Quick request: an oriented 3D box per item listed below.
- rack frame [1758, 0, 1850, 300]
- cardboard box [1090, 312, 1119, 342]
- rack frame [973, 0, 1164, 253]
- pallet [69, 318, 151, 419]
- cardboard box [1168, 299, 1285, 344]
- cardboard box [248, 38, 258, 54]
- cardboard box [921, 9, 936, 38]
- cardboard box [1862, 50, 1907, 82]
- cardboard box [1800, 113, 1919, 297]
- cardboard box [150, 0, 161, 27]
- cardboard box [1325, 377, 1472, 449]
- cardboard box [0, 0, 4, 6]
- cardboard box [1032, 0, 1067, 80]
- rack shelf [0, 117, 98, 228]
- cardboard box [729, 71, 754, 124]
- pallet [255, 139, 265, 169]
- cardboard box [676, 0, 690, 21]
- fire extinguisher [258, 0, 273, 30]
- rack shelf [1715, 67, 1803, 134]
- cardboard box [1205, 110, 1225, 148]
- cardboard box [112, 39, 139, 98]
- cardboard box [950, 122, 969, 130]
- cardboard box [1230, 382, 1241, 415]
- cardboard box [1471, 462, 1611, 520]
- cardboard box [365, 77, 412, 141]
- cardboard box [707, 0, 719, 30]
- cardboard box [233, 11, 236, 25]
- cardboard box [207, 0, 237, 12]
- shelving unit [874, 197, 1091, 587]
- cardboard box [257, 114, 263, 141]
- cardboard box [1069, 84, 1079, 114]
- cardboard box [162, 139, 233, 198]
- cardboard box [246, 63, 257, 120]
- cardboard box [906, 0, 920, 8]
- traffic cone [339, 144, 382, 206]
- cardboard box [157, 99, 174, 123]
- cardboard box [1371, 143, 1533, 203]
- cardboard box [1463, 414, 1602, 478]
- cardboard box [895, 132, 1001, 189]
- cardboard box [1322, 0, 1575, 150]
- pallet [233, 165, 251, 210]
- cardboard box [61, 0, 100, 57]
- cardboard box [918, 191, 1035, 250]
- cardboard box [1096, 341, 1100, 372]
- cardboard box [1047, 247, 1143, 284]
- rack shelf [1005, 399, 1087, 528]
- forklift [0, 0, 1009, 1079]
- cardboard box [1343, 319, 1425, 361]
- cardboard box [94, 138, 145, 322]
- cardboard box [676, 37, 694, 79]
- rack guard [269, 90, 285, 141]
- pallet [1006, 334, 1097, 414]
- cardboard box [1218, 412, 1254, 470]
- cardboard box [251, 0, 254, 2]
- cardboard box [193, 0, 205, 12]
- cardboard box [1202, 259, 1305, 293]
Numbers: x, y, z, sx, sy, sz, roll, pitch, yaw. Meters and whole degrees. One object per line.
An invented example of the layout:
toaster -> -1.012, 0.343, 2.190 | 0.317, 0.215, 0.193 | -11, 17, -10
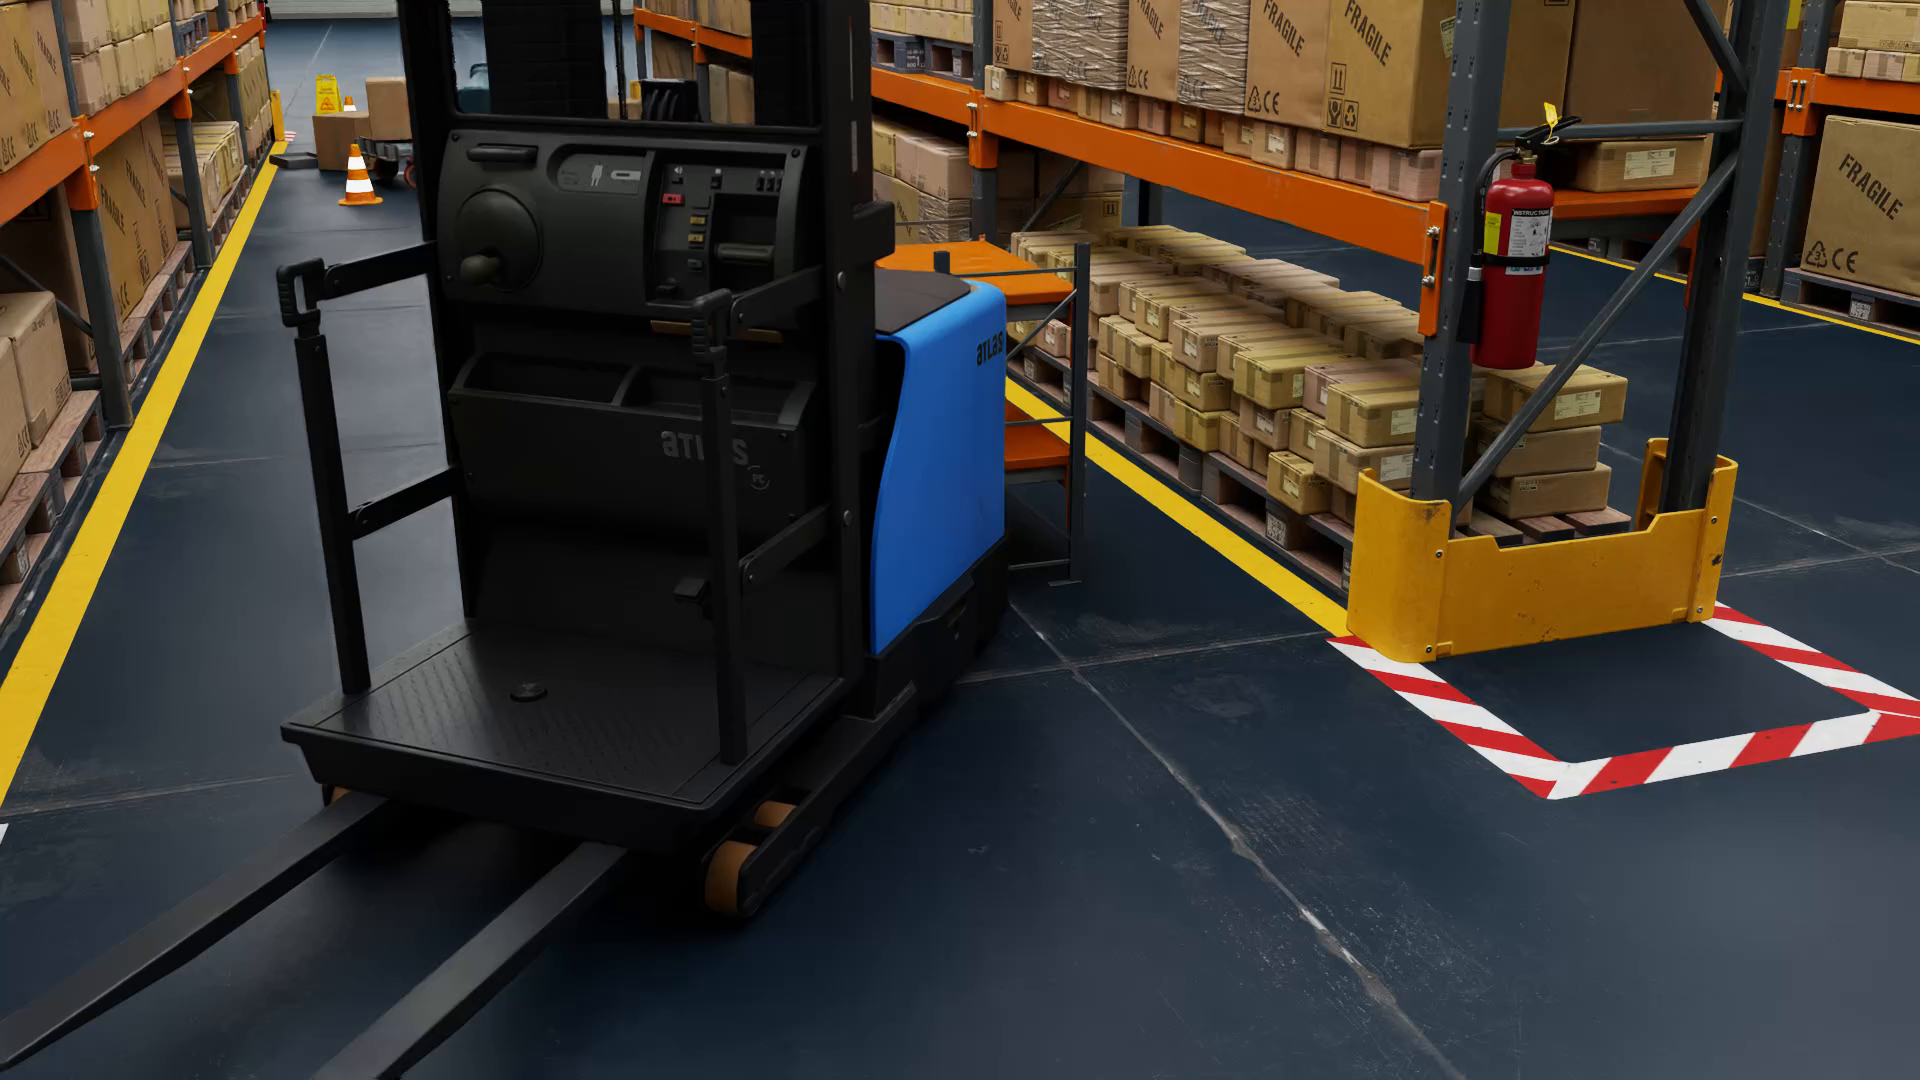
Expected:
rack frame -> 5.296, -2.912, 9.588 | 1.000, 3.000, 0.127 | -6, 21, -17
cardboard box -> 0.788, -0.940, 7.251 | 0.380, 0.149, 0.250 | -5, 20, -15
rack frame -> 0.556, -2.418, 8.211 | 1.000, 3.000, 0.127 | -6, 21, -17
pallet -> -4.426, -0.787, 7.795 | 1.003, 0.211, 1.213 | -6, 21, -17
cardboard box -> 1.044, -0.836, 6.522 | 0.380, 0.149, 0.250 | -7, 21, -19
cardboard box -> -7.129, -4.851, 16.362 | 0.380, 0.149, 0.250 | -6, 21, -16
cardboard box -> 0.006, -2.848, 9.158 | 0.380, 0.149, 0.250 | -7, 21, -20
cardboard box -> 5.156, -2.580, 9.033 | 0.380, 0.149, 0.250 | -7, 21, -19
cardboard box -> 5.428, -1.890, 9.262 | 0.875, 0.875, 0.875 | -6, 21, -17
cardboard box -> -4.811, -3.015, 9.356 | 0.500, 0.250, 0.500 | -7, 21, -19
cardboard box -> 1.406, -0.413, 5.345 | 0.380, 0.149, 0.250 | -6, 21, -17
cardboard box -> -3.380, -1.929, 5.223 | 0.500, 0.500, 0.500 | -6, 21, -16
cardboard box -> 0.635, -2.261, 7.186 | 0.500, 0.500, 0.500 | -6, 21, -17
rack shelf -> -3.483, -0.879, 4.991 | 1.077, 0.370, 4.000 | -6, 21, -17
cardboard box -> -1.379, -3.624, 14.276 | 1.050, 0.750, 0.750 | -6, 21, -17
pallet -> -7.258, -3.718, 15.956 | 1.003, 0.211, 1.213 | -6, 21, -17
cardboard box -> -2.280, -5.347, 16.144 | 0.875, 0.550, 0.550 | -6, 21, -17
fire extinguisher -> -7.482, -5.760, 17.629 | 0.296, 0.674, 0.183 | -6, 21, -17
rack shelf -> 4.668, -3.216, 11.496 | 1.077, 0.370, 4.000 | -6, 21, -17
cardboard box -> 1.121, -1.513, 6.064 | 0.380, 0.149, 0.250 | -7, 21, -19
cardboard box -> -4.309, -2.290, 8.077 | 0.500, 0.250, 0.500 | -7, 21, -18
cardboard box -> 0.249, -2.392, 10.106 | 0.500, 0.250, 0.500 | -6, 20, -15
cardboard box -> 1.224, -0.533, 6.119 | 0.380, 0.149, 0.250 | -7, 21, -18
cardboard box -> 1.952, -0.192, 5.611 | 0.380, 0.149, 0.250 | -6, 21, -16
cardboard box -> -4.946, -3.805, 14.651 | 0.500, 0.500, 0.500 | -6, 21, -17
cardboard box -> -1.889, -4.673, 14.341 | 0.500, 0.500, 0.500 | -6, 21, -17
cardboard box -> -6.706, -4.684, 14.892 | 0.380, 0.149, 0.250 | -6, 21, -16
cardboard box -> -6.500, -4.785, 14.212 | 0.500, 0.500, 0.500 | -6, 21, -17
shelving unit -> 0.002, -0.527, 5.720 | 0.538, 1.125, 1.048 | -6, 21, -17
cardboard box -> -6.903, -3.888, 15.751 | 0.500, 0.250, 0.500 | -7, 21, -18
cardboard box -> 0.699, -1.931, 7.227 | 0.380, 0.149, 0.250 | -7, 21, -20
cardboard box -> -6.009, -2.766, 12.447 | 0.950, 0.372, 0.625 | -6, 21, -15
cardboard box -> -6.735, -4.072, 15.152 | 0.500, 0.500, 0.500 | -6, 20, -15
cardboard box -> -0.087, -3.079, 9.362 | 0.380, 0.149, 0.250 | -8, 21, -20
traffic cone -> -4.907, -2.984, 13.539 | 0.336, 0.463, 0.334 | -6, 21, -17
cardboard box -> -7.067, -3.845, 14.520 | 0.500, 0.500, 0.500 | -7, 21, -18
cardboard box -> 1.442, -1.091, 4.887 | 0.380, 0.149, 0.250 | -6, 21, -17
cardboard box -> 1.892, -0.326, 5.542 | 0.380, 0.149, 0.250 | -5, 20, -15
cardboard box -> -0.067, -2.170, 9.489 | 0.500, 0.250, 0.500 | -5, 20, -15
cardboard box -> 1.428, -1.438, 4.895 | 0.500, 0.500, 0.500 | -6, 21, -16
pallet -> -6.380, -2.865, 13.580 | 1.003, 0.211, 1.213 | -6, 21, -17
cardboard box -> -3.982, -2.195, 7.073 | 0.500, 0.250, 0.500 | -7, 21, -19
cardboard box -> 0.084, -1.650, 9.149 | 0.500, 0.500, 0.500 | -7, 21, -18
cardboard box -> 0.821, -0.804, 7.315 | 0.380, 0.149, 0.250 | -7, 21, -20
cardboard box -> 0.624, -1.251, 7.677 | 0.380, 0.149, 0.250 | -7, 21, -18
rack shelf -> 0.002, -0.297, 5.803 | 0.538, 0.278, 1.000 | -6, 21, -17
forklift -> -0.849, -0.714, 3.568 | 1.130, 2.935, 3.031 | 7, 21, 20
cardboard box -> 1.656, -0.715, 6.187 | 0.380, 0.149, 0.250 | -7, 21, -20
cardboard box -> -4.674, -1.537, 8.279 | 0.875, 0.875, 0.875 | -6, 21, -16
cardboard box -> -2.377, -4.681, 17.033 | 0.875, 0.875, 0.875 | -6, 21, -17
rack guard -> -7.859, -4.510, 17.732 | 1.175, 0.500, 0.348 | -6, 21, -17
pallet -> 0.801, -0.894, 8.092 | 1.003, 0.211, 1.213 | -6, 21, -17
cardboard box -> 1.181, -0.380, 6.134 | 0.380, 0.149, 0.250 | -6, 21, -17
cardboard box -> -7.298, -5.591, 16.458 | 0.500, 0.500, 0.500 | -6, 21, -17
cardboard box -> -5.895, -4.041, 12.481 | 0.380, 0.149, 0.250 | -6, 21, -17
cardboard box -> 1.298, -1.142, 7.374 | 0.380, 0.149, 0.250 | -7, 21, -20
